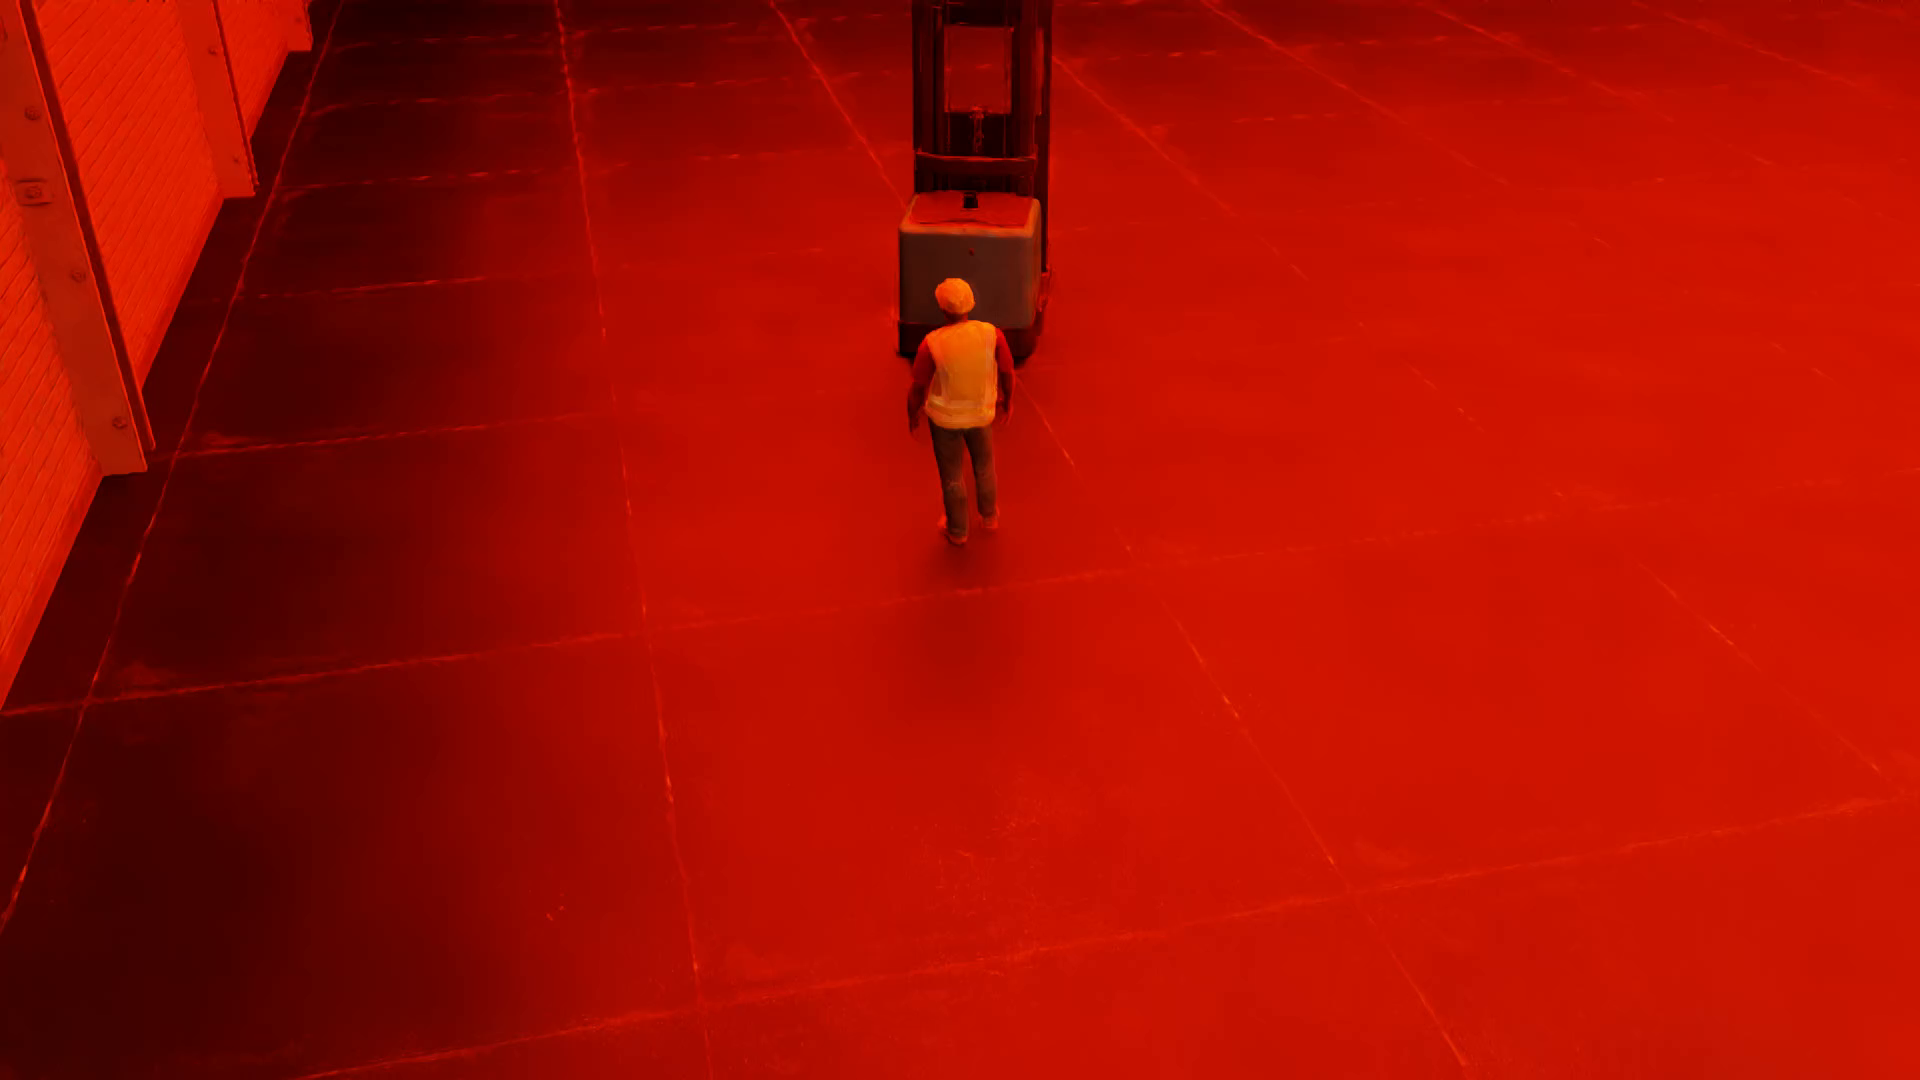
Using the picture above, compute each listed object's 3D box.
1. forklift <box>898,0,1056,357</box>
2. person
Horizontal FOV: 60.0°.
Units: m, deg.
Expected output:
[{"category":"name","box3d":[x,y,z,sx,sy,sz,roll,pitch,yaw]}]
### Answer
[{"category":"forklift","box3d":[0.200,-3.391,13.432,1.130,2.935,3.031,3,30,6]},{"category":"person","box3d":[-0.011,-0.805,10.114,0.665,1.766,0.576,-7,31,-12]}]
